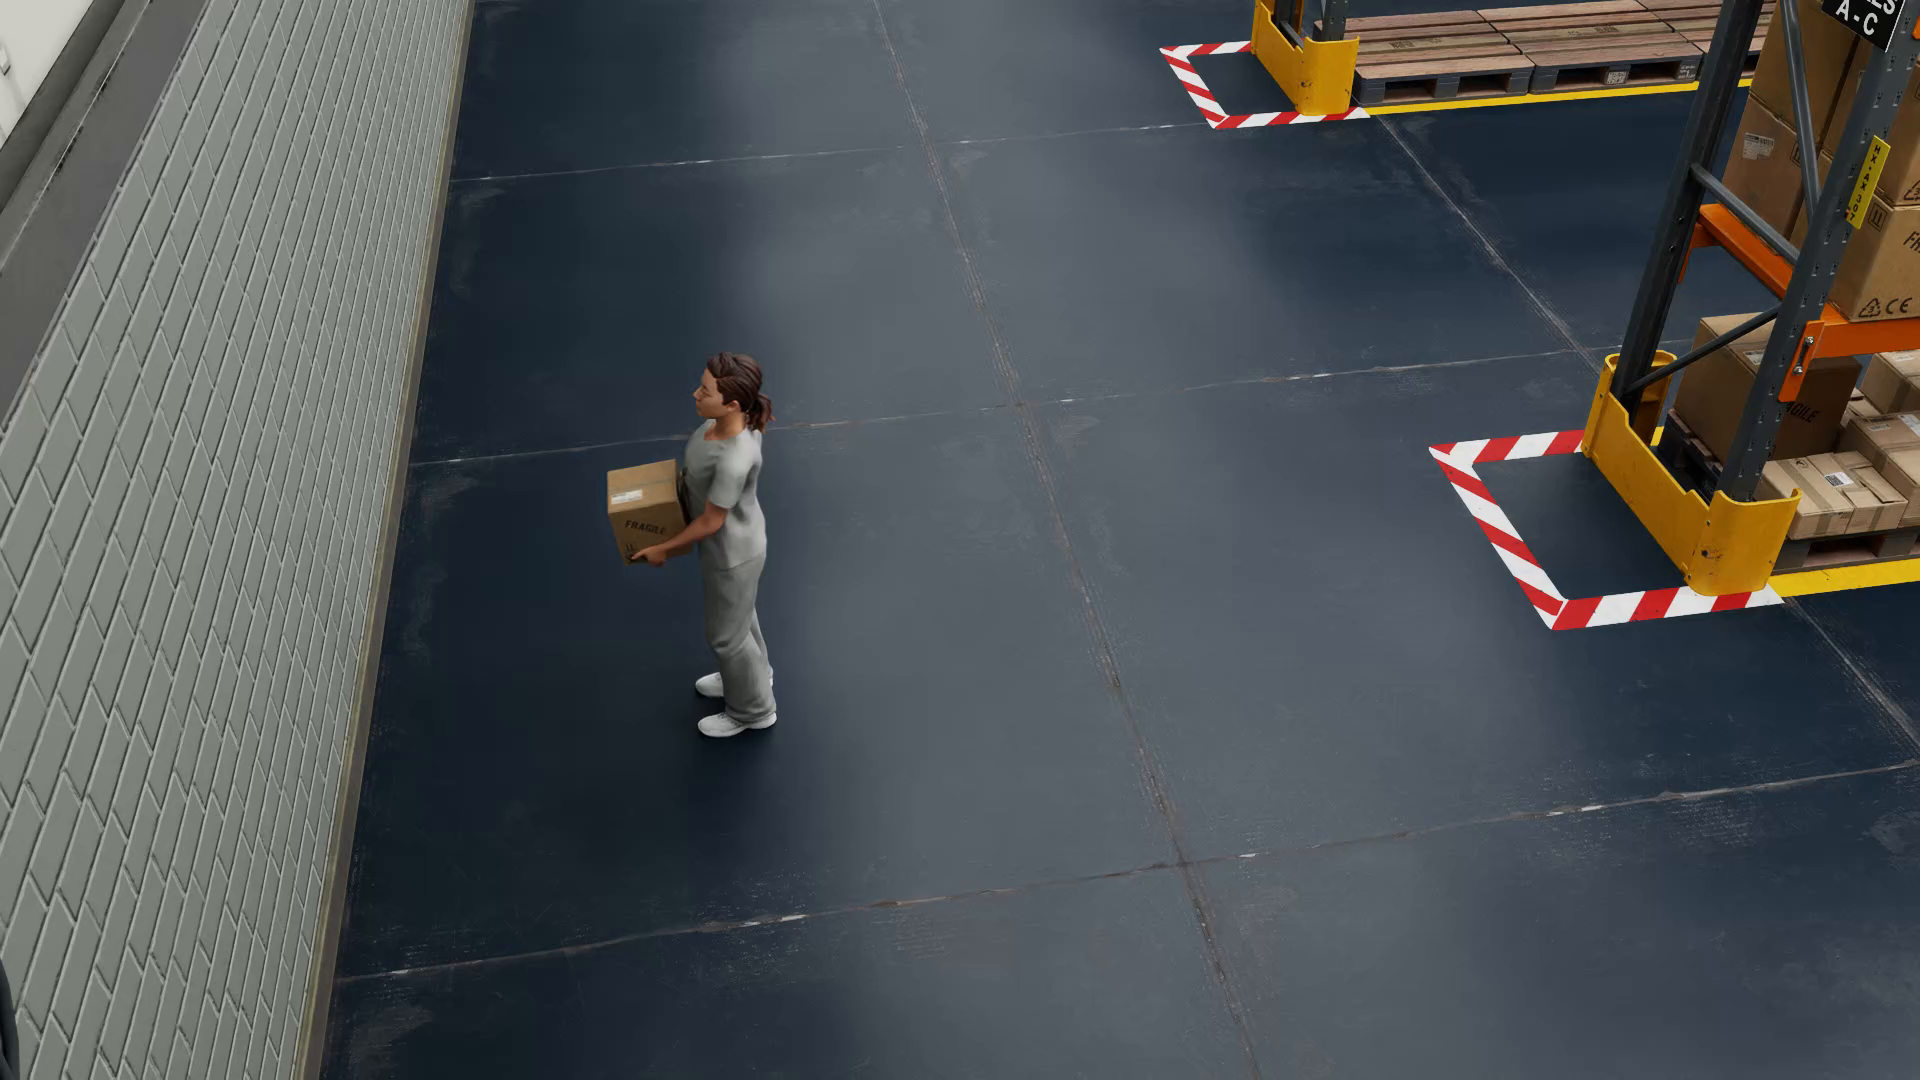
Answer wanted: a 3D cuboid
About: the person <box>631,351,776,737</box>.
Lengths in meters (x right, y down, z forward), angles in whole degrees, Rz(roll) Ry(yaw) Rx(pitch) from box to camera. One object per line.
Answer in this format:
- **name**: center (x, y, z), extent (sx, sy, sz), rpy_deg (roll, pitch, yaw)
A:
- **person**: center (-0.918, 0.032, 6.124), extent (0.559, 1.662, 0.438), rpy_deg (-6, 39, -8)
